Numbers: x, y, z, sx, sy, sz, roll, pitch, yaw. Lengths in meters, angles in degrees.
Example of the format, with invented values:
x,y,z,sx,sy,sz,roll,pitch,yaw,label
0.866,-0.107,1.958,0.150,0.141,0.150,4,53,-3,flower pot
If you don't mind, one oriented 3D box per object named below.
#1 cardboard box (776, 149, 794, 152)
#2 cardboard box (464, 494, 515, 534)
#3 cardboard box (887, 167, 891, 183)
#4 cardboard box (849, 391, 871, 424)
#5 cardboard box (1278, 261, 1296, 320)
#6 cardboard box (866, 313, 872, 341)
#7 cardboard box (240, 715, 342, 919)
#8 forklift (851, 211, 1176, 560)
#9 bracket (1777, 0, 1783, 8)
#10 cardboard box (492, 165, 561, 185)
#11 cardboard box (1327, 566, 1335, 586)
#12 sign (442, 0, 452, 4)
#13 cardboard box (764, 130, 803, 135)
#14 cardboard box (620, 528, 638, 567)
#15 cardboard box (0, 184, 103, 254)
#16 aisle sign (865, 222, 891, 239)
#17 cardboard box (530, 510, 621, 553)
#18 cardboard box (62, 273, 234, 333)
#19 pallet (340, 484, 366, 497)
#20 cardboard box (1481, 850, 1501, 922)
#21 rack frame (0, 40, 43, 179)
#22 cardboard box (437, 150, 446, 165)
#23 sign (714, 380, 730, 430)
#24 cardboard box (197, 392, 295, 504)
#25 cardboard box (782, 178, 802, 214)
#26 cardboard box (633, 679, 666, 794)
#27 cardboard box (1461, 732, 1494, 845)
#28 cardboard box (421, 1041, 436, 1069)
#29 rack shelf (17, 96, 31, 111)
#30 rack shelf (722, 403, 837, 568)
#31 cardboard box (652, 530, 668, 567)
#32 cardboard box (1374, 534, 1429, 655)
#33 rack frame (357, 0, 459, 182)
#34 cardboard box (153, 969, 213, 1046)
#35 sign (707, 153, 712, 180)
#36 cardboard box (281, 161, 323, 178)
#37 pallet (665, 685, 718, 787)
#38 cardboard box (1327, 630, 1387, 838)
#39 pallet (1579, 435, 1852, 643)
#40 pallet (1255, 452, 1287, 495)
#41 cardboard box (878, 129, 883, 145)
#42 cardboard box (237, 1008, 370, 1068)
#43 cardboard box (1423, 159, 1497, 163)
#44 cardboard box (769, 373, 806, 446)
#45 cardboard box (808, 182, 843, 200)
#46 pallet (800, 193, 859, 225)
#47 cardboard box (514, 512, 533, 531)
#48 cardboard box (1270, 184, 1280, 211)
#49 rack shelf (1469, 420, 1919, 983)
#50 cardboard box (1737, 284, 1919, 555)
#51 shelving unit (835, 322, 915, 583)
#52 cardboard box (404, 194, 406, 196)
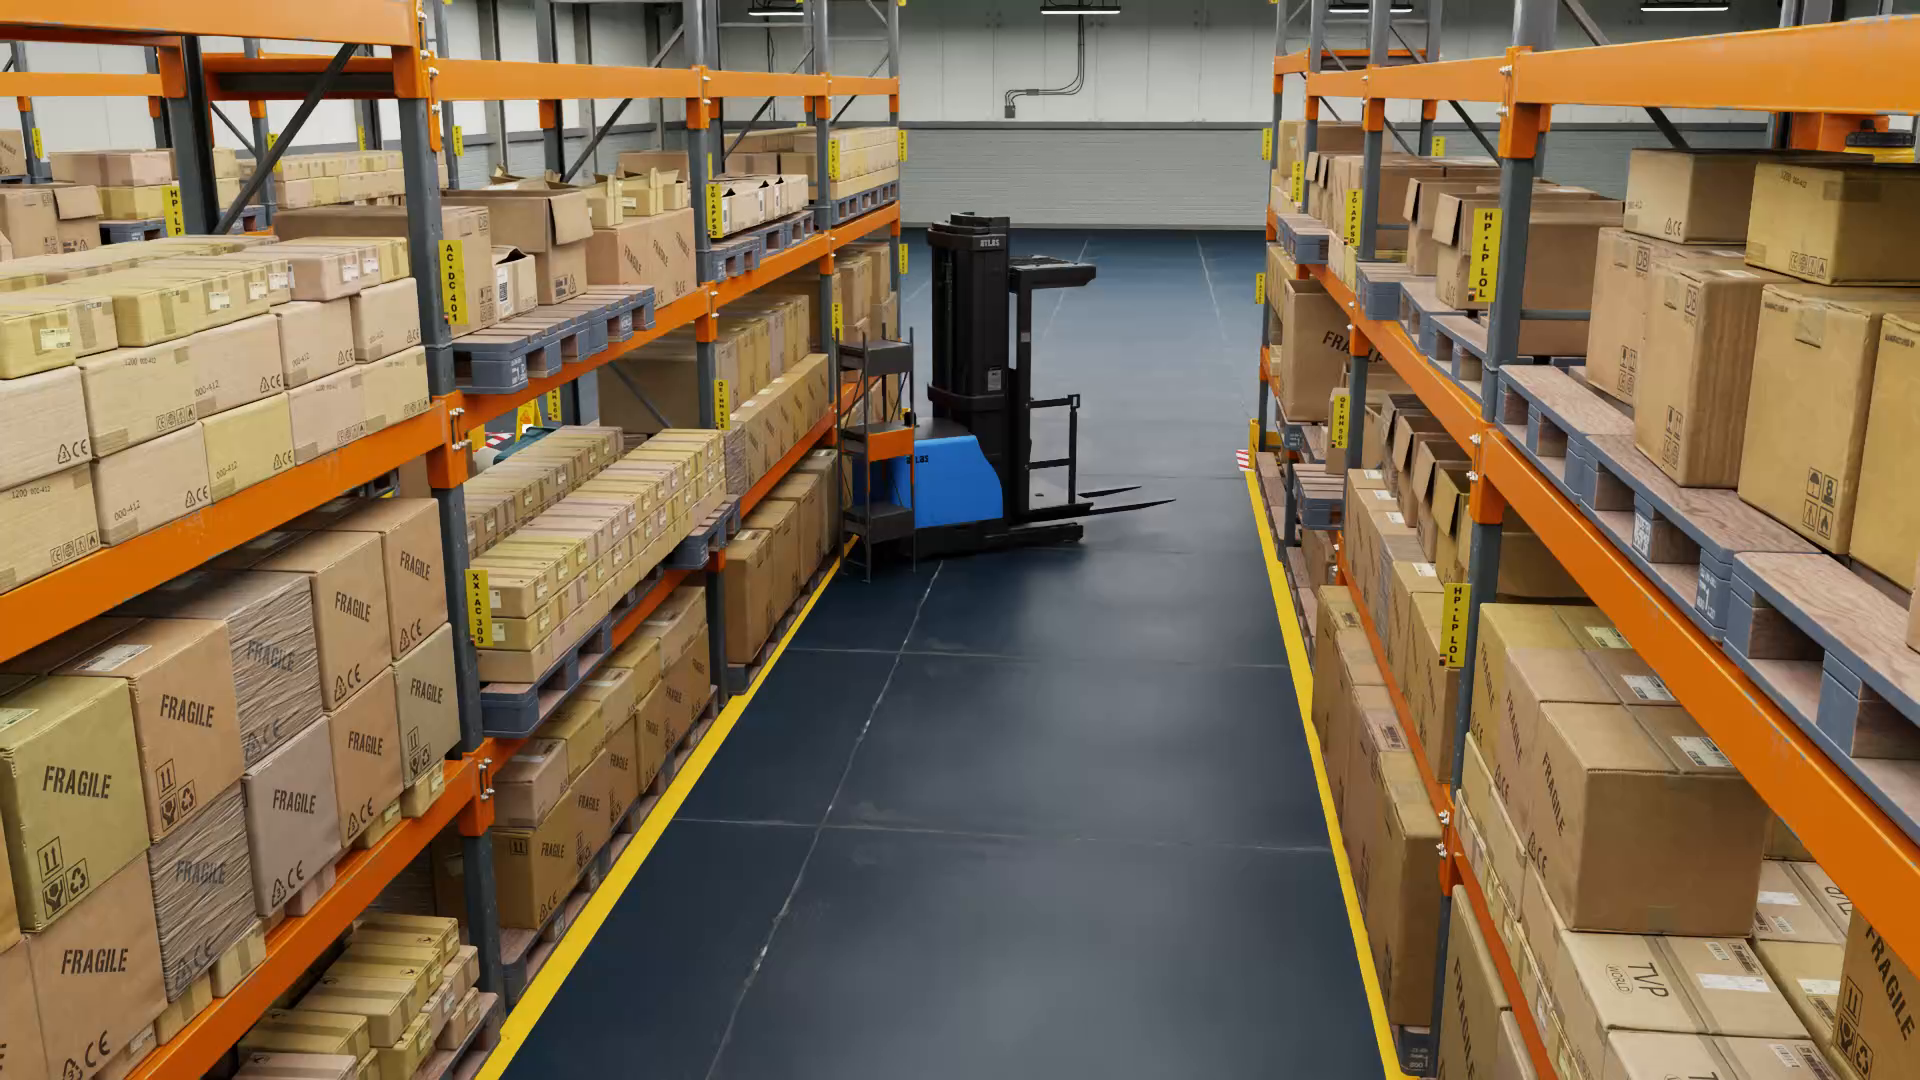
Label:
x,y,z,sx,sy,sz,roll,pitch,yaw,label
-1.753,-3.429,15.159,0.500,0.250,0.500,2,15,6,cardboard box
-2.515,-0.134,8.536,0.380,0.149,0.250,1,15,4,cardboard box
-0.918,-3.779,17.218,0.380,0.149,0.250,2,15,7,cardboard box
-1.373,-0.964,16.335,0.875,0.875,0.875,2,15,7,cardboard box
3.196,-2.279,15.253,0.500,0.500,0.500,2,15,6,cardboard box
-1.385,-2.120,17.055,0.875,0.550,0.550,2,15,6,cardboard box
-2.405,0.888,5.457,0.500,0.500,0.500,2,15,6,cardboard box
0.559,-1.487,15.136,3.031,2.935,1.130,-7,17,-25,forklift
22.649,-14.760,45.699,0.235,0.232,0.430,2,15,6,bracket
-2.440,-1.990,9.459,0.396,0.266,0.258,2,15,6,cardboard box
2.960,0.493,11.625,0.700,0.500,0.500,0,15,2,cardboard box
-5.540,-5.951,17.926,0.100,0.325,0.005,2,15,6,sign
-1.716,-3.853,15.964,0.380,0.149,0.250,2,15,7,cardboard box
-1.869,0.029,8.505,0.380,0.149,0.250,1,15,5,cardboard box
-6.849,-2.369,12.319,0.797,0.503,0.637,2,15,6,cardboard box
-0.854,-3.694,18.185,0.394,0.787,0.004,2,15,6,aisle sign
-1.897,-0.045,8.205,0.380,0.149,0.250,2,15,6,cardboard box
-2.398,-0.701,4.916,0.380,0.149,0.250,2,15,6,cardboard box
-6.500,-0.341,16.107,1.003,0.211,1.213,2,15,6,pallet
1.980,1.180,5.622,0.380,0.149,0.250,2,15,8,cardboard box
-11.022,-5.590,18.685,1.000,3.000,0.127,2,15,6,rack frame
-5.834,-4.164,18.112,0.380,0.149,0.250,2,15,7,cardboard box
-1.522,-0.862,10.625,0.100,0.325,0.005,2,15,6,sign
-2.426,-0.297,5.142,0.500,0.250,0.500,2,15,6,cardboard box
-1.532,-2.692,13.004,0.500,0.250,0.500,2,15,6,cardboard box
-1.983,1.100,9.421,0.500,0.500,0.500,1,15,4,cardboard box
2.090,0.898,5.900,0.500,0.250,0.500,1,15,5,cardboard box
-2.332,2.033,6.643,0.380,0.149,0.250,2,15,8,cardboard box
-11.248,-4.531,16.913,1.077,0.370,4.000,2,15,6,rack shelf
-1.837,-0.526,12.828,1.077,0.370,4.000,2,15,6,rack shelf
-1.811,0.038,9.041,0.380,0.149,0.250,2,15,8,cardboard box
2.361,0.284,8.263,0.500,0.500,0.500,2,15,6,cardboard box
-6.090,-5.445,18.148,1.000,3.000,0.127,2,15,6,rack frame
-2.478,1.361,4.952,0.380,0.149,0.250,2,15,8,cardboard box
-2.163,-3.144,14.242,0.100,0.325,0.005,2,15,6,sign
-6.142,-3.432,15.403,0.380,0.149,0.250,1,15,4,cardboard box
-2.152,1.194,10.430,1.003,0.211,1.213,2,15,6,pallet
2.648,1.050,8.887,1.225,0.875,0.875,2,15,6,cardboard box
2.160,-0.023,4.011,1.003,0.211,1.213,2,15,6,pallet
3.622,-0.682,17.367,1.003,0.211,1.213,2,15,6,pallet
-0.976,-4.032,16.625,0.380,0.149,0.250,2,15,6,cardboard box
-2.413,1.866,6.120,0.380,0.149,0.250,2,15,8,cardboard box
3.224,-2.166,10.617,0.500,0.500,0.500,2,15,7,cardboard box
-1.518,-1.035,13.140,0.500,0.500,0.500,2,15,7,cardboard box
-1.232,-3.054,14.538,0.380,0.149,0.250,1,15,5,cardboard box
-1.508,-3.009,15.056,1.003,0.211,1.213,2,15,6,pallet
-2.487,-0.056,8.818,0.380,0.149,0.250,2,15,8,cardboard box
3.446,-3.516,17.046,0.500,0.250,0.500,2,15,8,cardboard box
2.177,0.273,4.126,1.077,0.370,4.000,2,15,6,rack shelf
2.151,-0.269,3.565,0.700,0.500,0.500,1,15,2,cardboard box
-0.703,-0.732,13.933,0.503,2.100,0.431,-13,20,-39,shelving unit
-6.006,-3.578,17.471,0.380,0.149,0.250,2,15,7,cardboard box
